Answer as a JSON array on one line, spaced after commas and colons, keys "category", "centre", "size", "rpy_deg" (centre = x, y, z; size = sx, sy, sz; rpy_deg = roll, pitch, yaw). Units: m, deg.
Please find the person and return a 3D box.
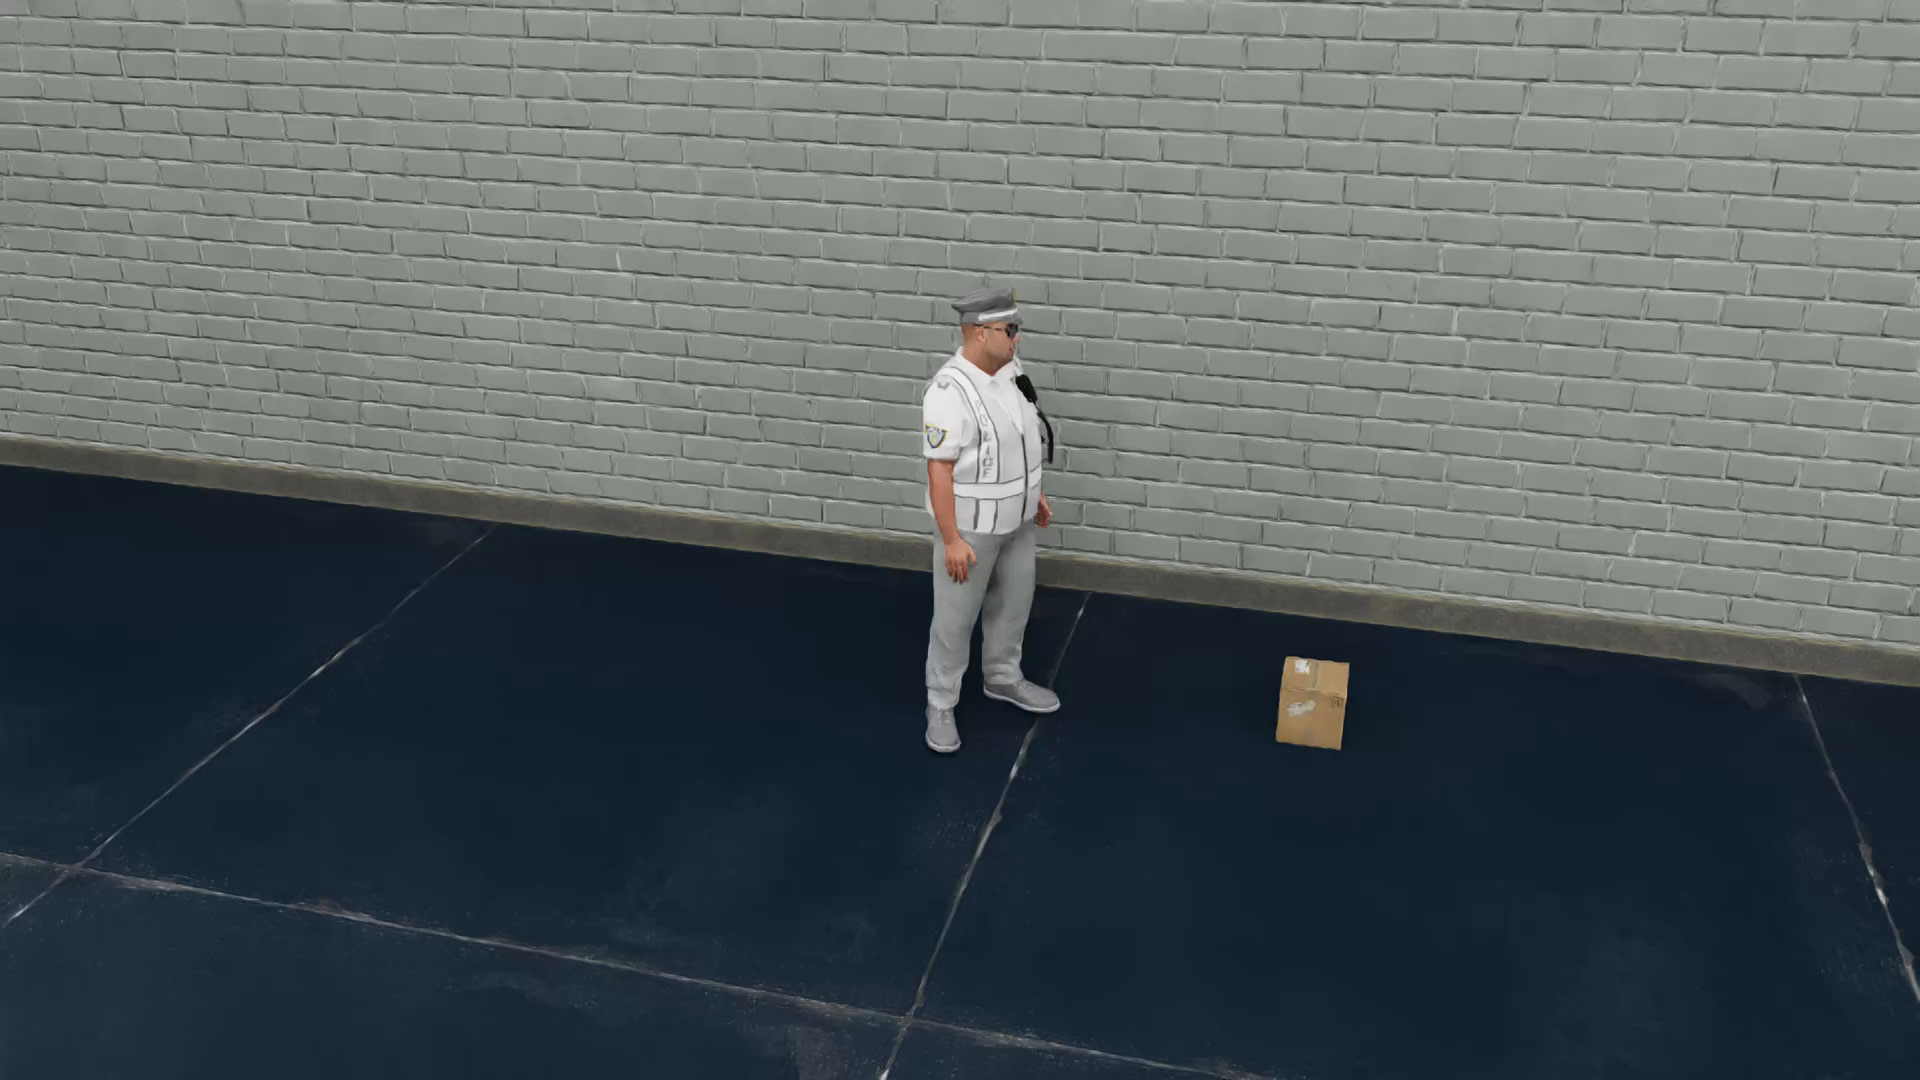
[{"category": "person", "centre": [0.099, -0.096, 6.237], "size": [0.408, 1.766, 0.655], "rpy_deg": [19, 31, 35]}]
